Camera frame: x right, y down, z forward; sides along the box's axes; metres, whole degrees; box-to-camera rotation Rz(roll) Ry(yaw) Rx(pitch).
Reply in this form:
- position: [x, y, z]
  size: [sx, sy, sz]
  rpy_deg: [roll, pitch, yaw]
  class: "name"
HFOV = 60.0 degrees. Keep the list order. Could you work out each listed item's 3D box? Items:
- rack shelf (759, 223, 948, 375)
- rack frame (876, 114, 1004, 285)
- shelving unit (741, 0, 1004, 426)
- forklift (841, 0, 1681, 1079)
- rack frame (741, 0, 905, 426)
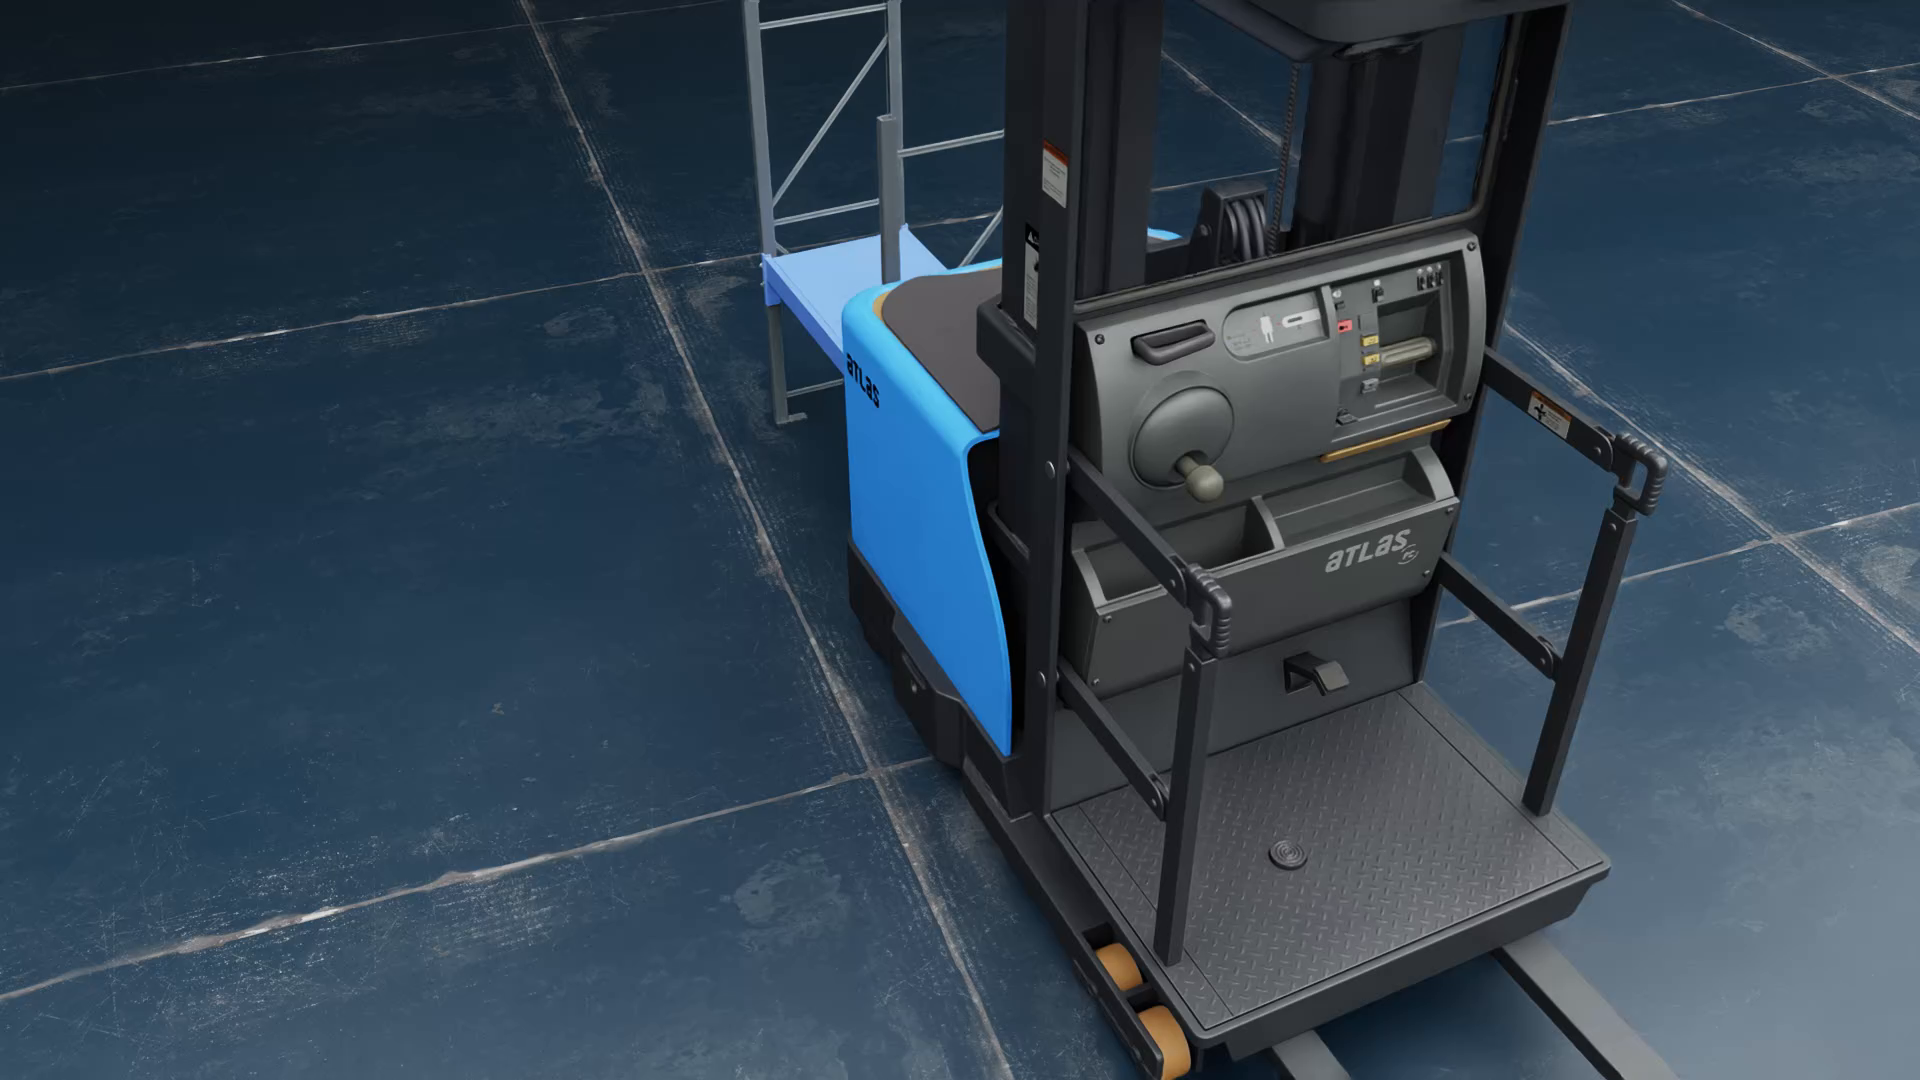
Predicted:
- position: [-0.197, -0.650, 5.165]
  size: [0.538, 0.185, 1.000]
  rpy_deg: [-16, 40, -20]
  class: "rack shelf"
- position: [0.022, -0.518, 4.691]
  size: [0.500, 1.500, 0.032]
  rpy_deg: [-16, 40, -20]
  class: "rack frame"
- position: [-0.197, -0.794, 5.057]
  size: [0.538, 1.500, 1.048]
  rpy_deg: [-16, 40, -20]
  class: "shelving unit"
- position: [0.765, -0.282, 3.188]
  size: [1.130, 2.935, 3.031]
  rpy_deg: [-16, 40, -20]
  class: "forklift"
- position: [-0.416, -1.070, 5.423]
  size: [0.500, 1.500, 0.032]
  rpy_deg: [-16, 40, -20]
  class: "rack frame"
